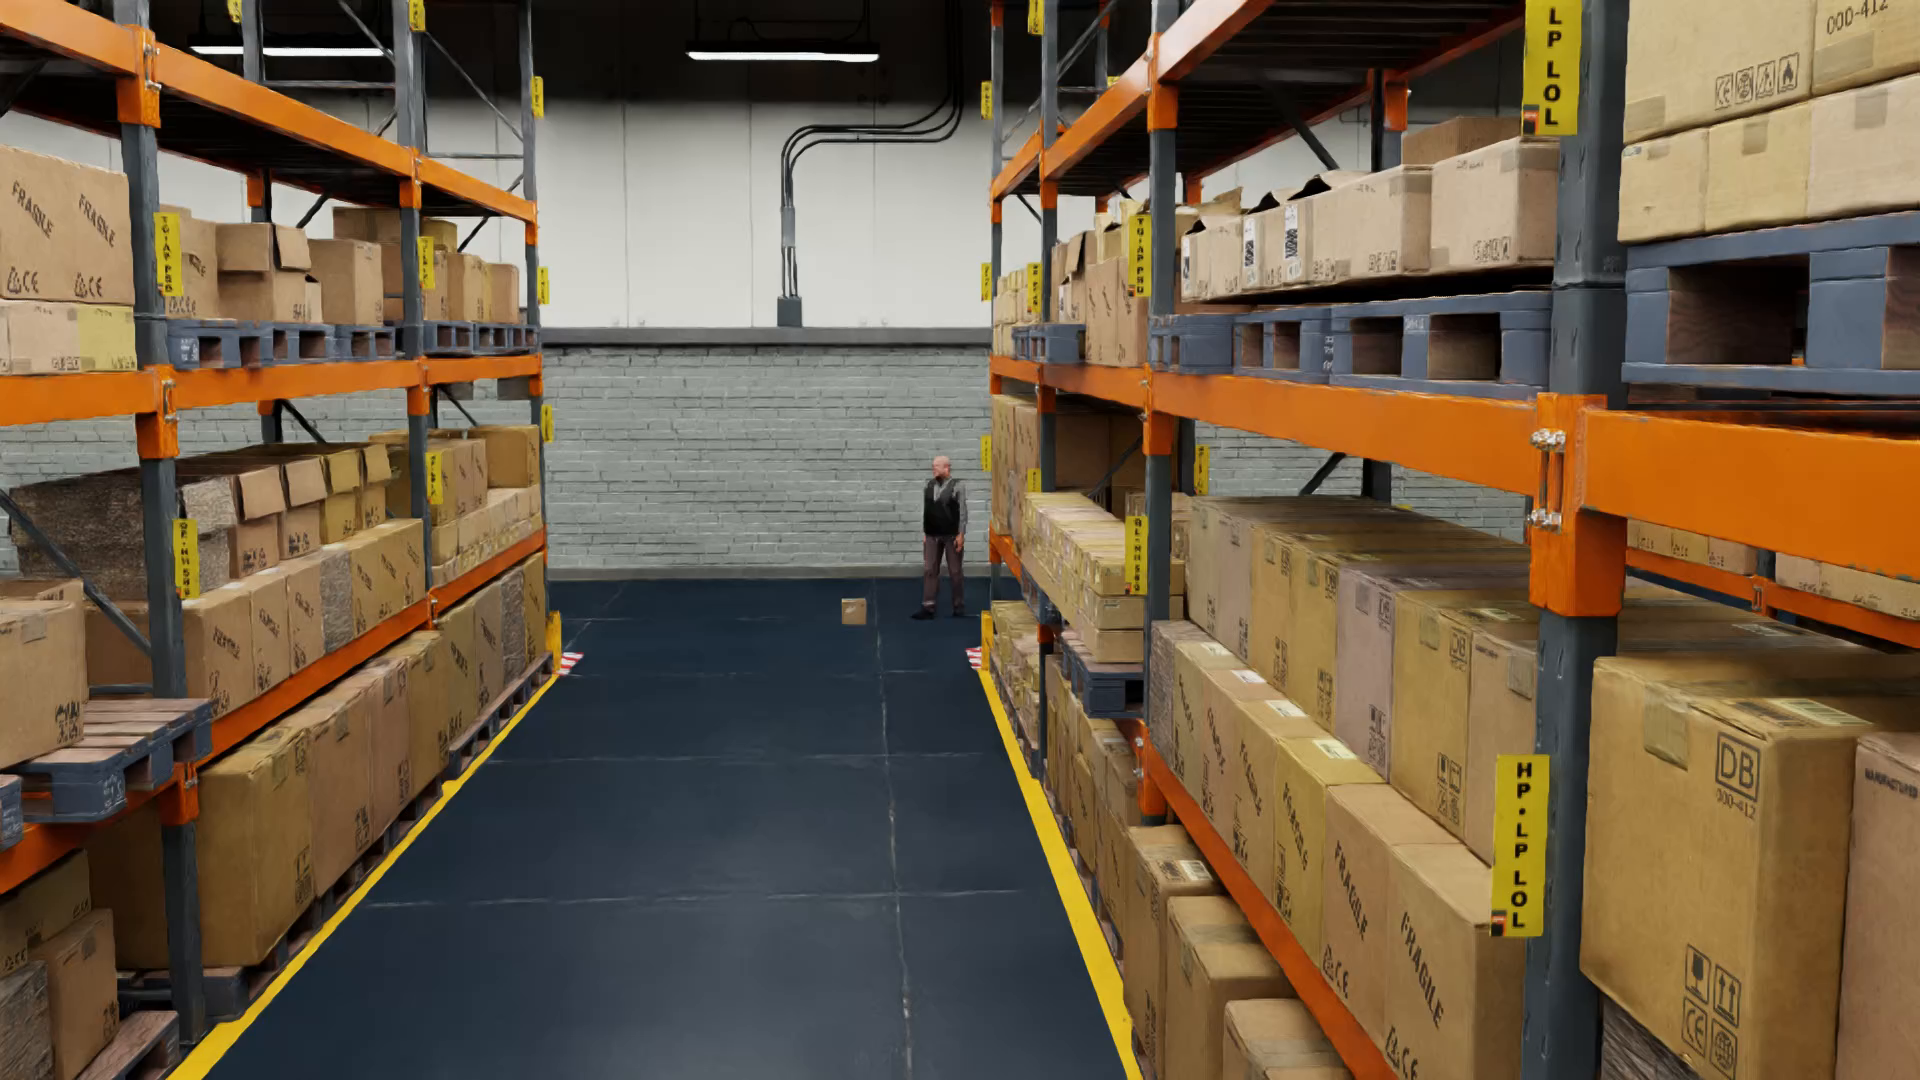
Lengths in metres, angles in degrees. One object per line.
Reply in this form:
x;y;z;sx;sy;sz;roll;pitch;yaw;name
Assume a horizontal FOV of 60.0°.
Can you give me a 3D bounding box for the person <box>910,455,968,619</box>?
-0.188;-0.032;17.581;0.538;1.723;0.596;3;8;25;person
